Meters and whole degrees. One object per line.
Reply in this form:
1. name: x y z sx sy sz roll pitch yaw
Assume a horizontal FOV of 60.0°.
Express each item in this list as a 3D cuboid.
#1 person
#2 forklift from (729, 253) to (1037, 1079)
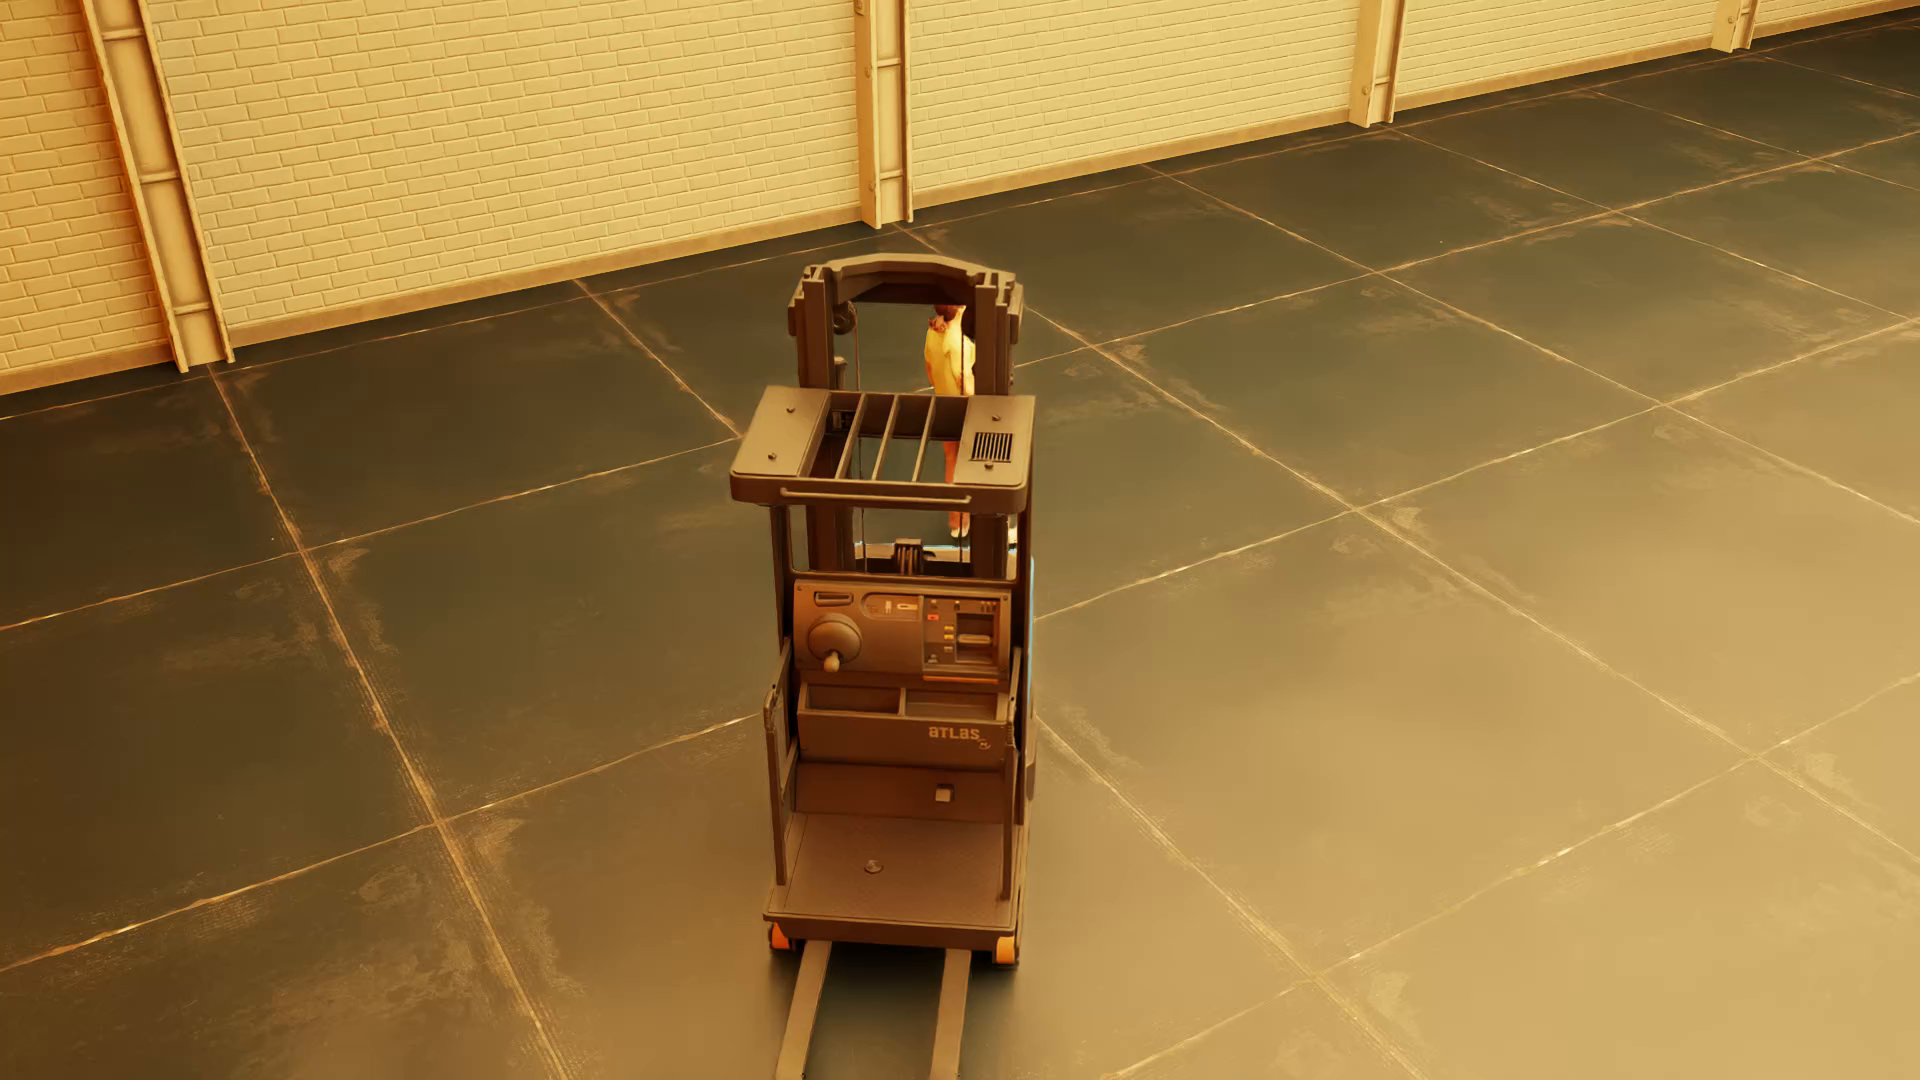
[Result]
1. person: 0.070 -0.774 10.069 0.547 1.673 0.553 -17 35 -26
2. forklift: -0.265 0.437 6.917 1.130 2.935 3.031 3 31 4
